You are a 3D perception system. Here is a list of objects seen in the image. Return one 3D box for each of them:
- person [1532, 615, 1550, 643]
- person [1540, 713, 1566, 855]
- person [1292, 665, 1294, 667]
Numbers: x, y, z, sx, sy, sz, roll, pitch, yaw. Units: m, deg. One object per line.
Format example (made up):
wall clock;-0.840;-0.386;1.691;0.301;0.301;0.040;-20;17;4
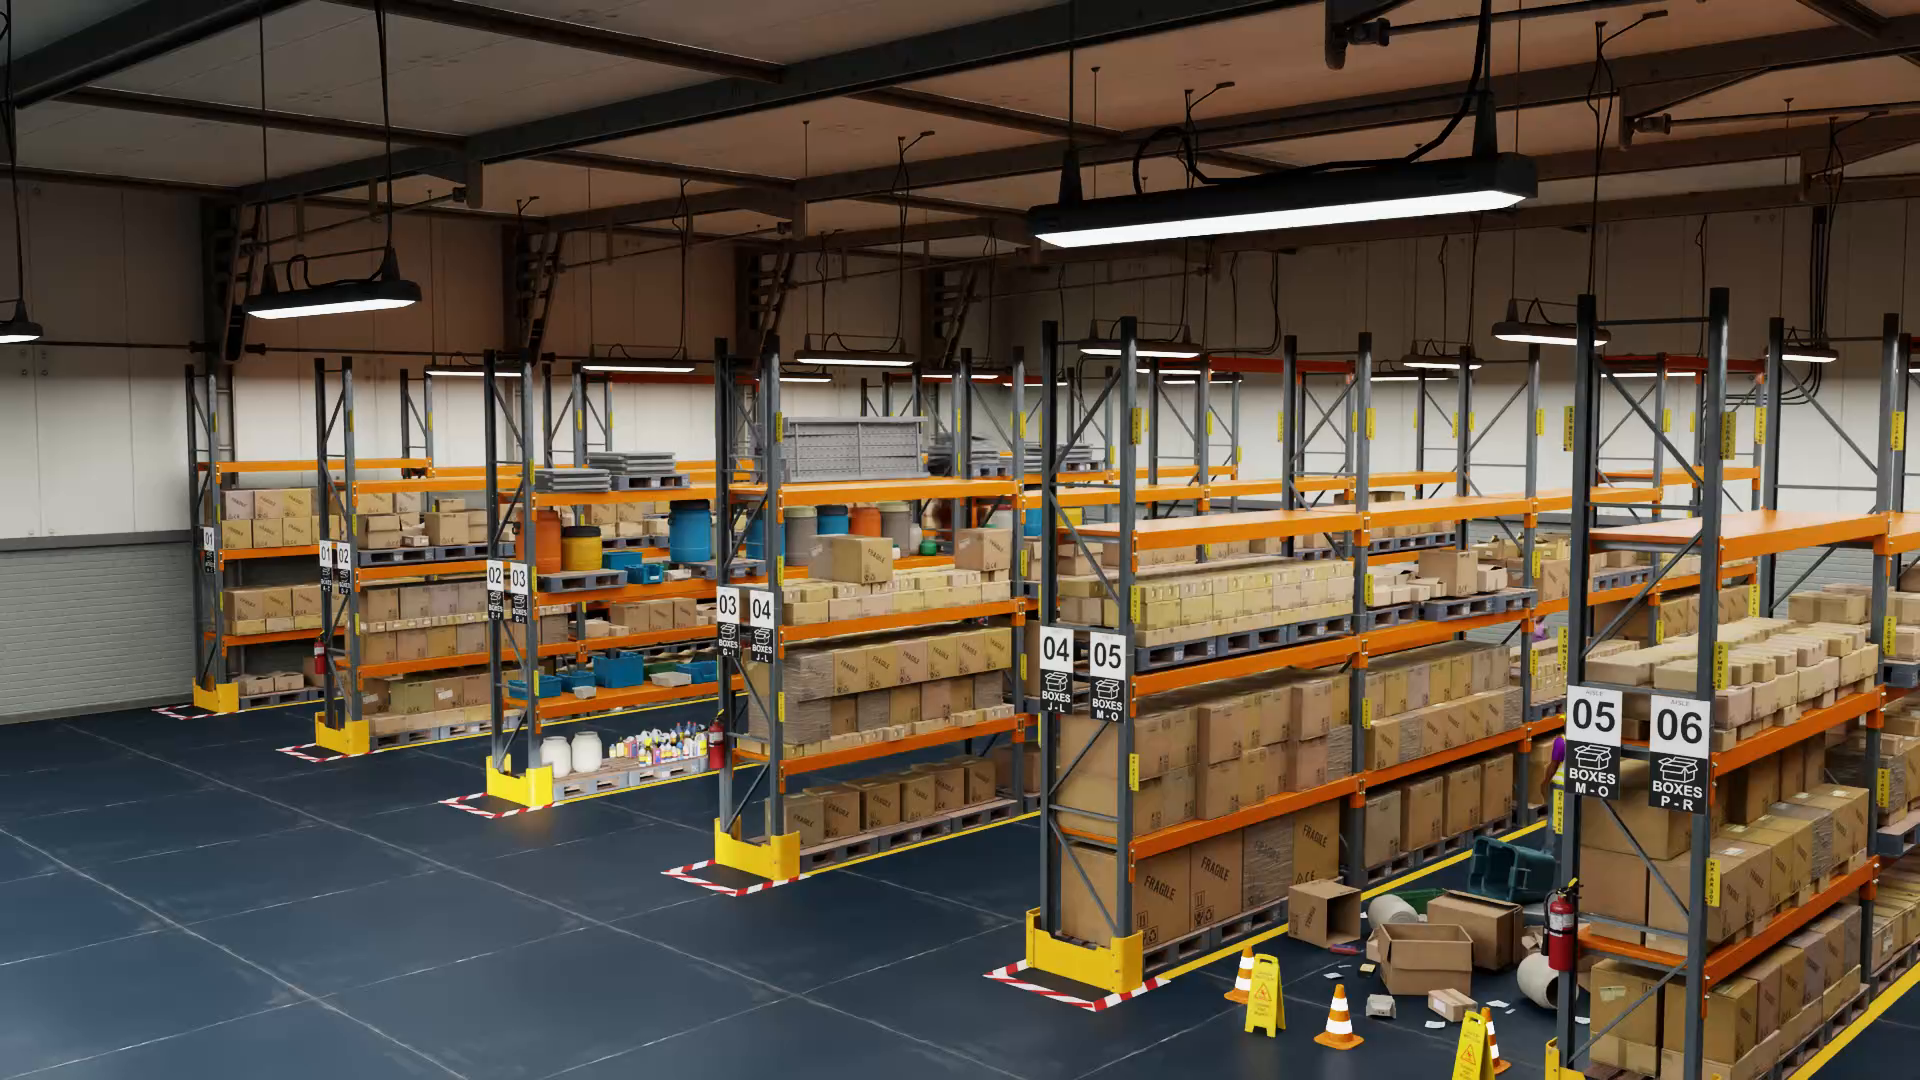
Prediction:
person;10.600;2.044;30.478;0.493;1.542;0.847;3;5;34
person;7.036;2.818;19.209;0.637;1.768;0.417;0;4;1
person;4.561;2.568;23.627;0.450;1.723;0.505;1;4;8
